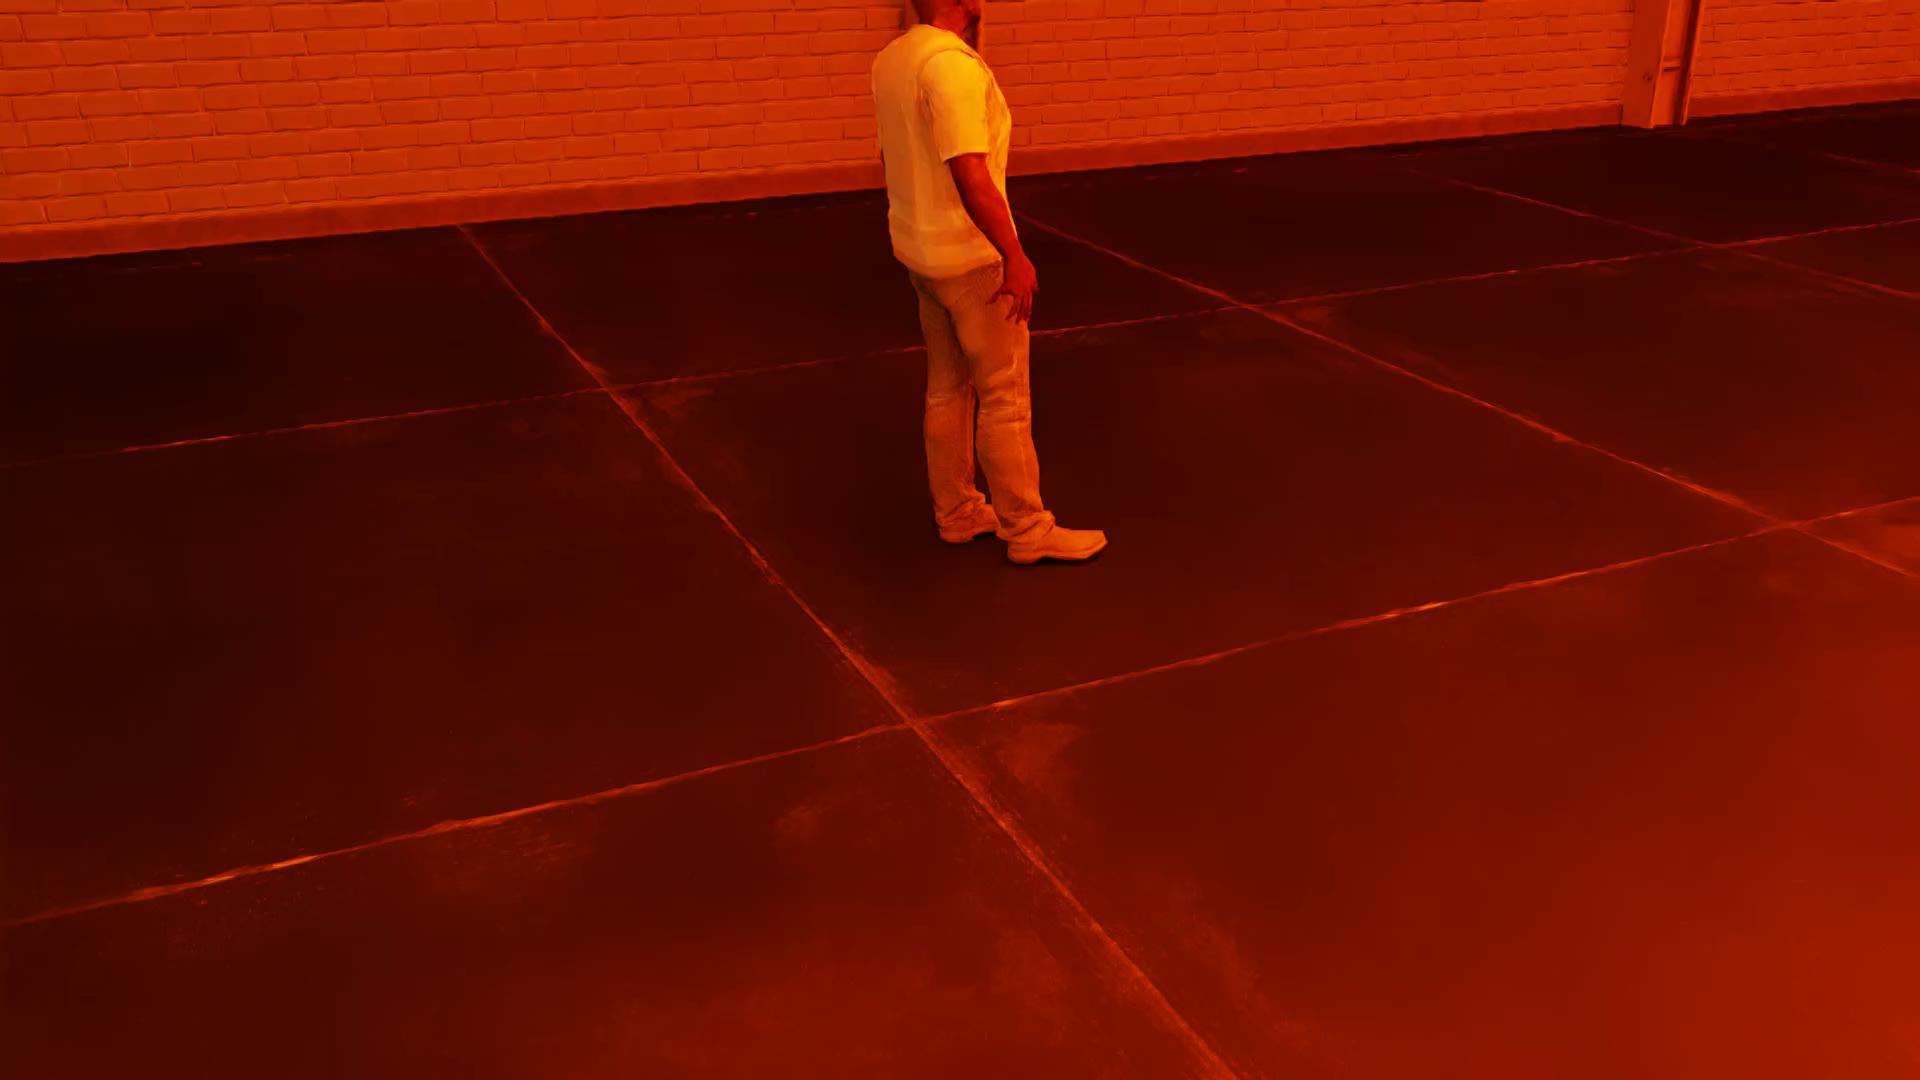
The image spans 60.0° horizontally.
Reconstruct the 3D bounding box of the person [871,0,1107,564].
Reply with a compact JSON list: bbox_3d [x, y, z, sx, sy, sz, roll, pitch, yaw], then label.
[{"bbox_3d":[0.065,-0.831,4.788,0.576,1.766,0.665,-10,25,-23],"label":"person"}]
